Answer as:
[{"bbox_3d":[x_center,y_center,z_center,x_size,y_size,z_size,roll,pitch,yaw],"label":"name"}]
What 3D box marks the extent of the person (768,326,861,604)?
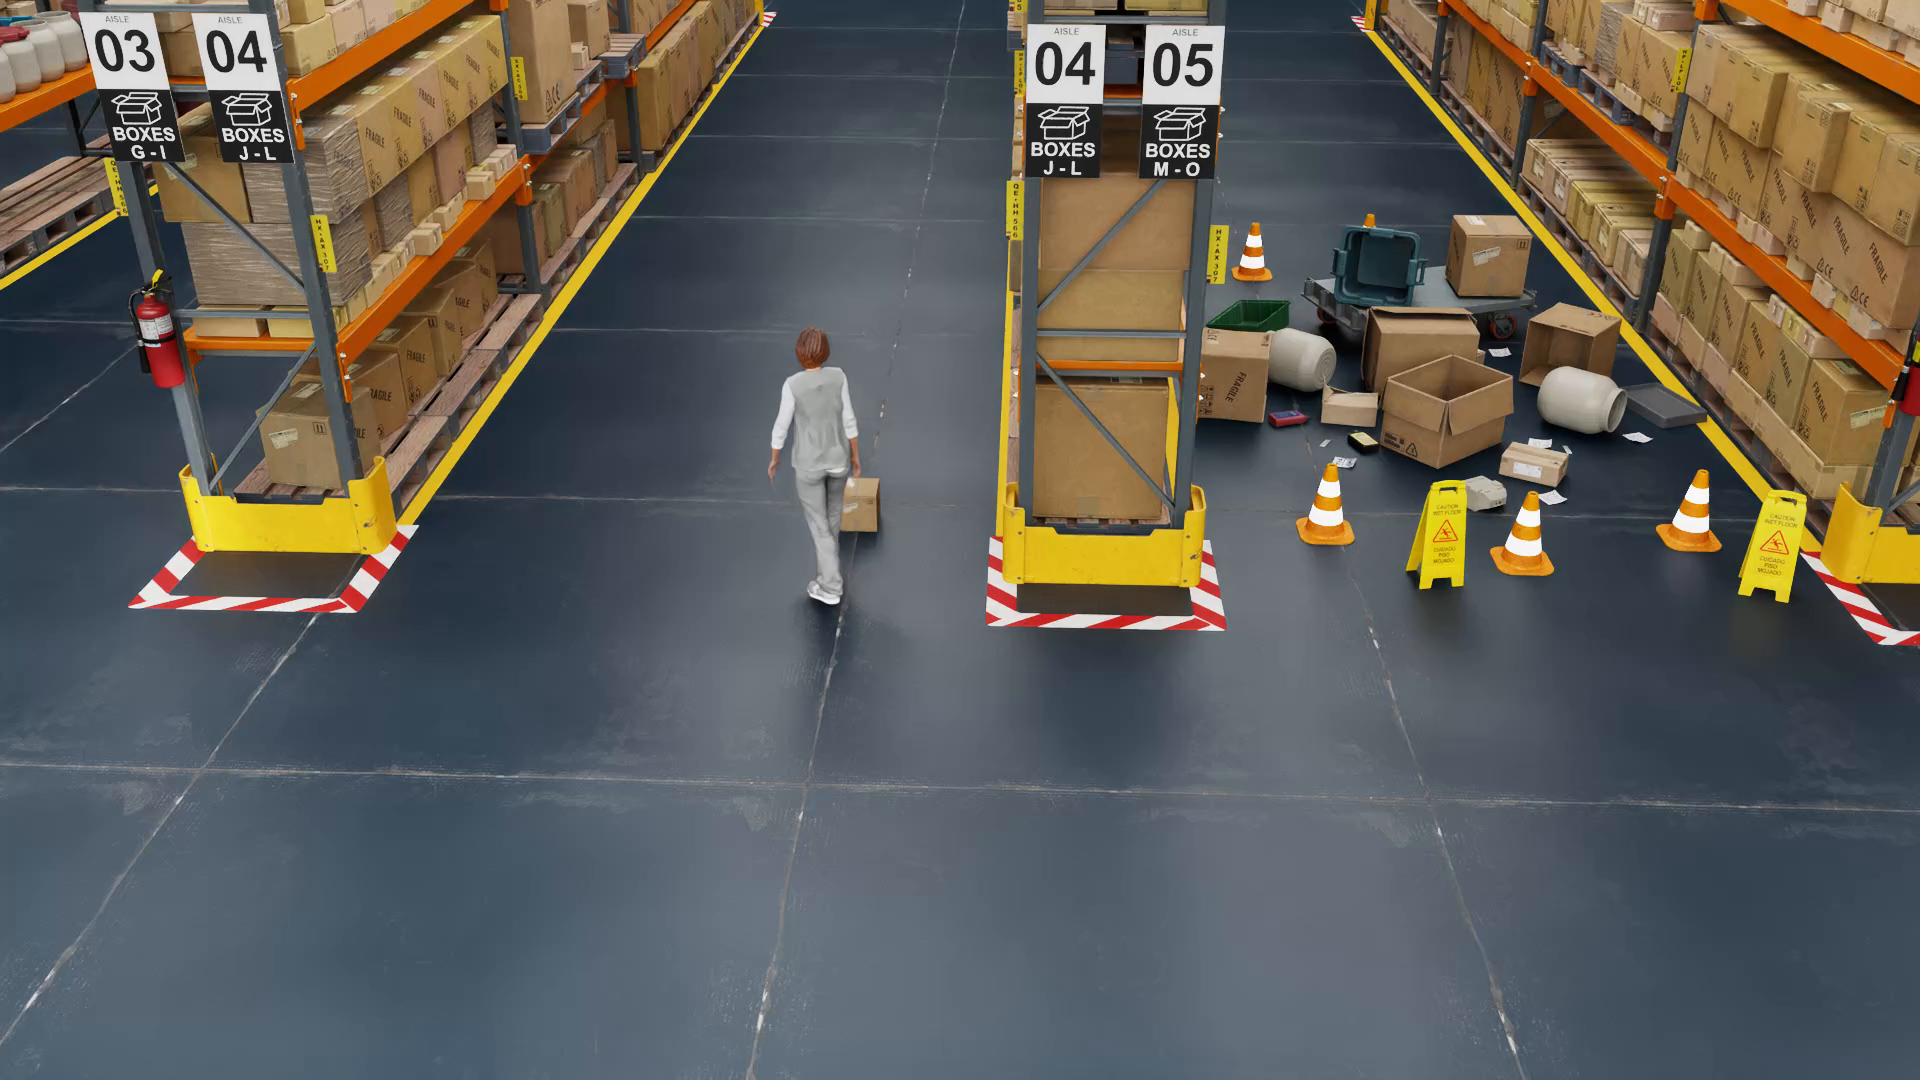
[{"bbox_3d":[-0.839,-0.461,9.477,0.493,1.570,0.781,-12,31,-21],"label":"person"}]
